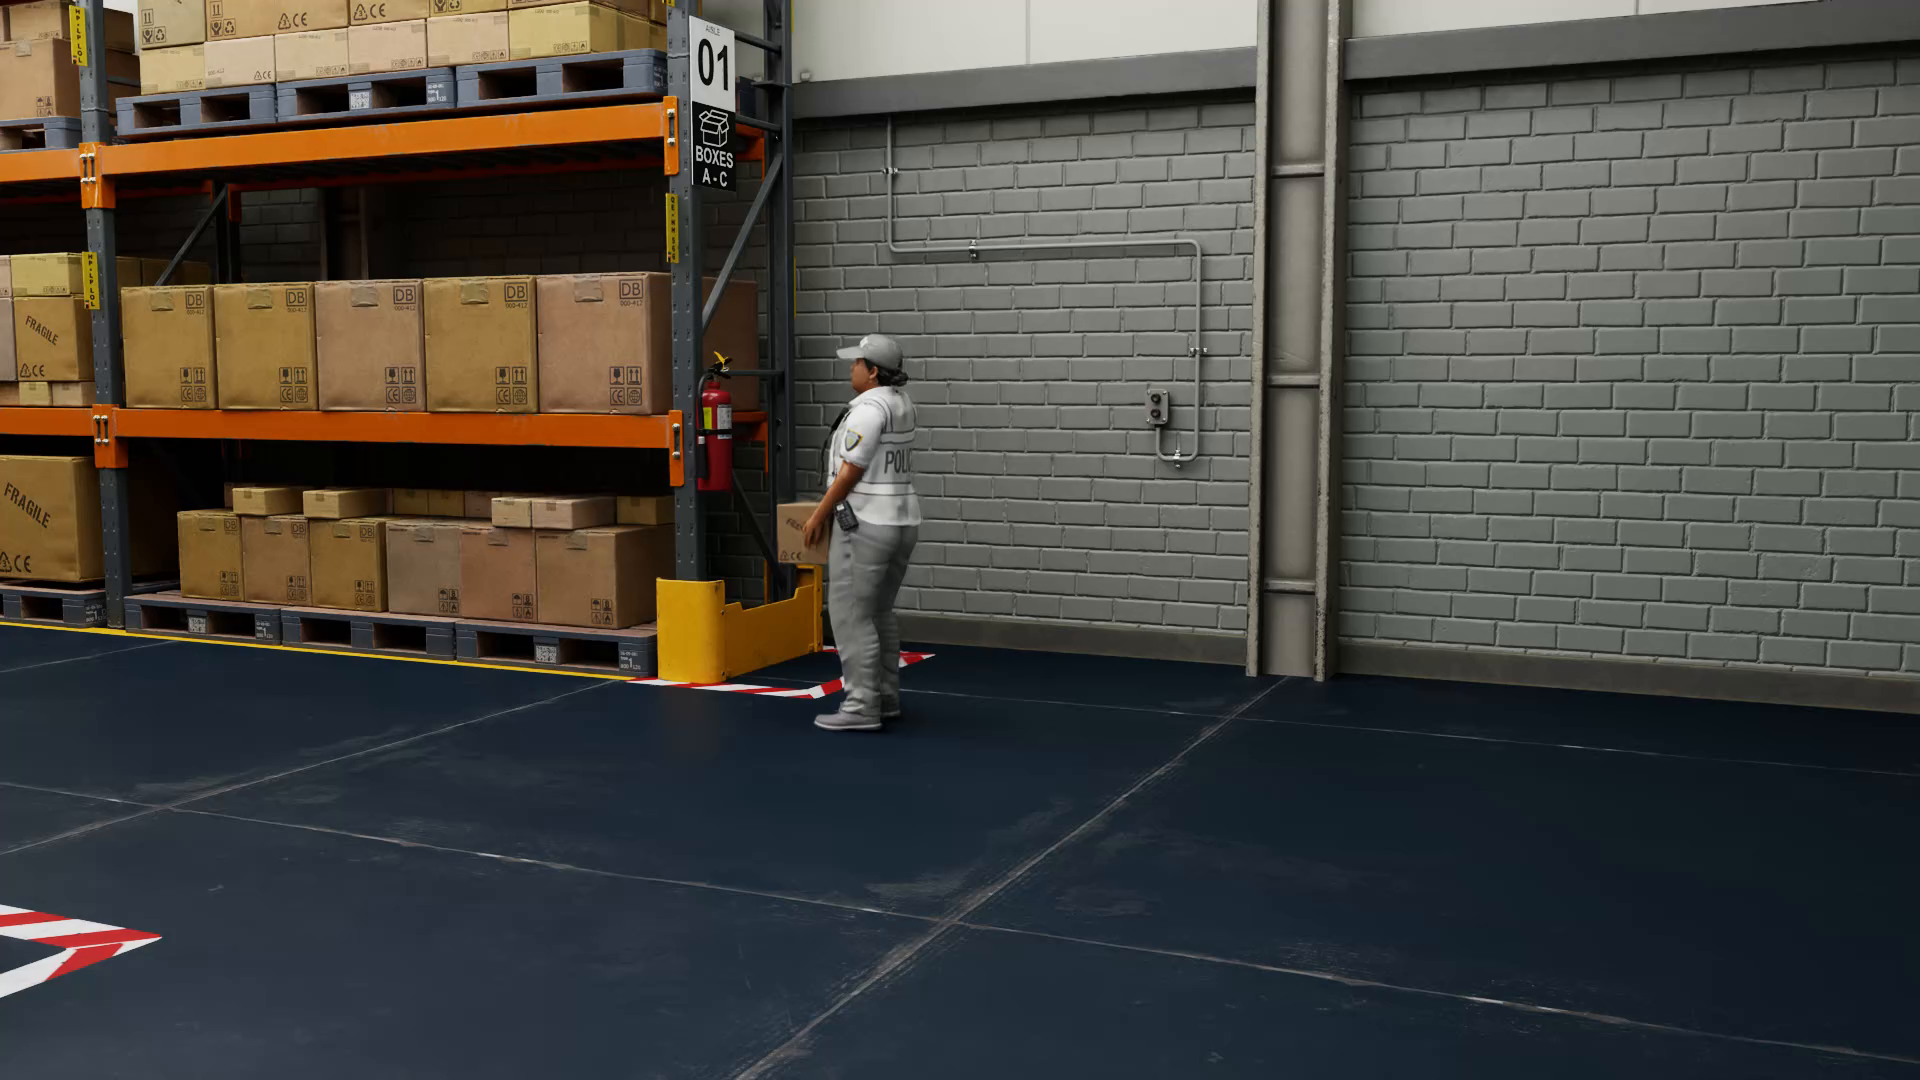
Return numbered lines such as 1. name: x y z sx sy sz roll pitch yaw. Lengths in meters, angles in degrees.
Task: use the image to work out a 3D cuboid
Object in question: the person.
1. person: -0.412 -0.033 7.070 0.466 1.670 0.528 2 6 21
